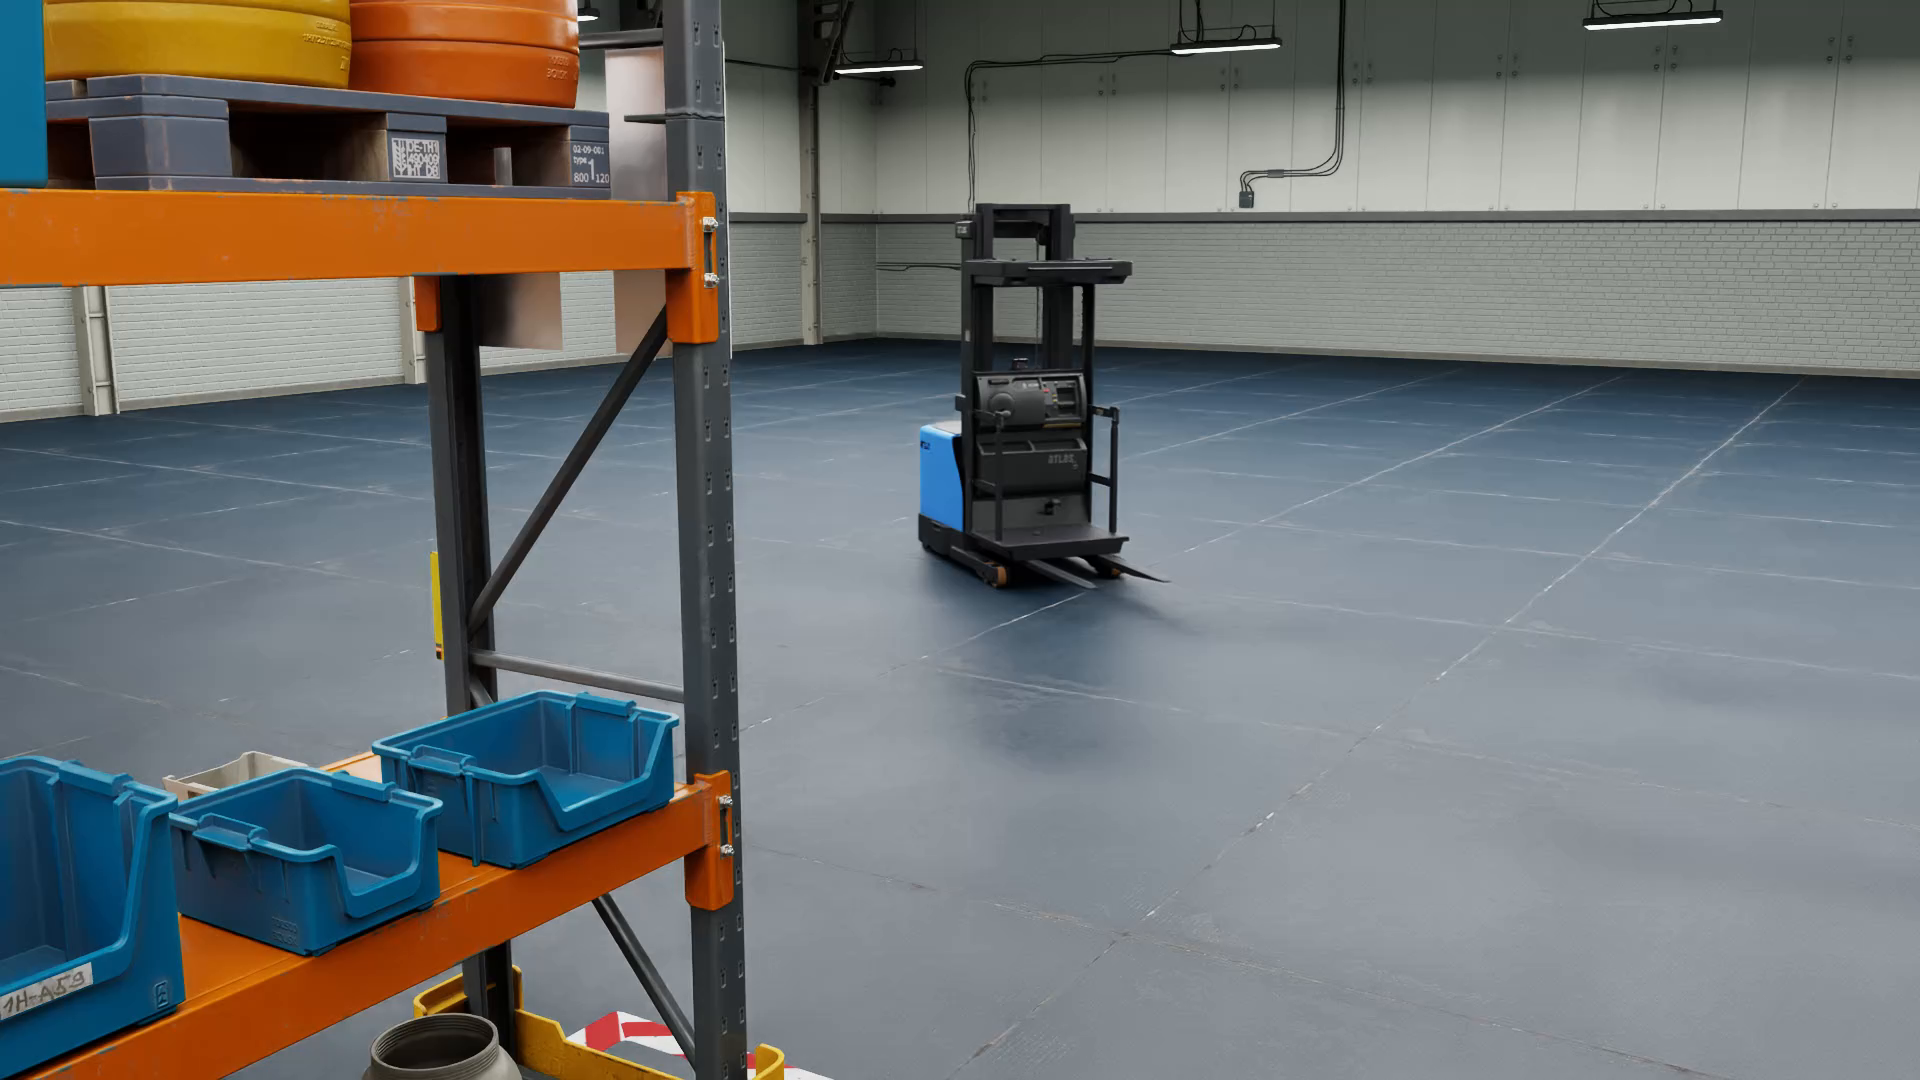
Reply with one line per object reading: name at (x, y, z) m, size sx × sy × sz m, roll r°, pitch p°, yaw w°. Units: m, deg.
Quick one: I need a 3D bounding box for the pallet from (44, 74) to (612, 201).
pallet at (-1.562, -0.872, 3.739) m, size 1.003 × 0.211 × 1.213 m, roll 6°, pitch 12°, yaw 31°

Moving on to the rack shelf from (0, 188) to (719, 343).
rack shelf at (-2.087, -0.418, 2.753) m, size 1.077 × 0.370 × 4.000 m, roll 6°, pitch 12°, yaw 31°

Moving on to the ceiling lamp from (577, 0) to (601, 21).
ceiling lamp at (-6.229, -9.524, 25.422) m, size 2.000 × 3.185 × 0.800 m, roll 6°, pitch 12°, yaw 31°

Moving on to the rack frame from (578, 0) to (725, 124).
rack frame at (-1.048, -2.560, 4.091) m, size 1.000 × 3.000 × 0.127 m, roll 6°, pitch 12°, yaw 31°

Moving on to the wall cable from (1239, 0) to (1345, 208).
wall cable at (7.213, -10.248, 35.912) m, size 2.305 × 6.003 × 0.169 m, roll 6°, pitch 12°, yaw 31°

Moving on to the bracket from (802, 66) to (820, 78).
bracket at (-3.464, -10.819, 38.421) m, size 0.235 × 0.232 × 0.430 m, roll 6°, pitch 12°, yaw 31°

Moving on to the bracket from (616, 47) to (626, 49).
bracket at (-7.917, -9.470, 31.217) m, size 0.076 × 0.066 × 4.783 m, roll 6°, pitch 12°, yaw 31°

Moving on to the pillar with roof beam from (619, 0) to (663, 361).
pillar with roof beam at (-2.988, -7.794, 32.045) m, size 9.100 × 9.000 × 0.548 m, roll 6°, pitch 12°, yaw 31°

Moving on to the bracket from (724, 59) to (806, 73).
bracket at (-4.802, -10.414, 36.257) m, size 0.076 × 0.066 × 4.783 m, roll 6°, pitch 12°, yaw 31°

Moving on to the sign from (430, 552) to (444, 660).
sign at (-1.516, 0.199, 4.902) m, size 0.100 × 0.325 × 0.005 m, roll 6°, pitch 12°, yaw 31°

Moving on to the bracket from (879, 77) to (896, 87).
bracket at (-1.803, -11.322, 41.110) m, size 0.235 × 0.232 × 0.430 m, roll 6°, pitch 12°, yaw 31°

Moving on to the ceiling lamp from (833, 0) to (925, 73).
ceiling lamp at (-1.499, -10.956, 33.075) m, size 2.000 × 3.185 × 0.800 m, roll 6°, pitch 12°, yaw 31°

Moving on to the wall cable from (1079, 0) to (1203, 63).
wall cable at (4.065, -12.123, 37.525) m, size 3.097 × 2.526 × 0.112 m, roll 6°, pitch 12°, yaw 31°

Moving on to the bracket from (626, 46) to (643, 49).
bracket at (-6.579, -9.875, 33.381) m, size 0.235 × 0.232 × 0.430 m, roll 6°, pitch 12°, yaw 31°

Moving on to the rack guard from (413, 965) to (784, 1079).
rack guard at (-1.048, 1.633, 4.785) m, size 1.175 × 0.500 × 0.348 m, roll 6°, pitch 12°, yaw 31°

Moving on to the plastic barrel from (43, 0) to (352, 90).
plastic barrel at (-1.532, -1.194, 3.288) m, size 0.600 × 0.588 × 0.600 m, roll 0°, pitch 11°, yaw 0°

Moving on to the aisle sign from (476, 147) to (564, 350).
aisle sign at (-1.261, -0.929, 4.613) m, size 0.394 × 0.787 × 0.004 m, roll 6°, pitch 12°, yaw 31°

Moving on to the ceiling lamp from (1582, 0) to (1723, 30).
ceiling lamp at (10.851, -9.576, 25.701) m, size 2.000 × 3.185 × 0.800 m, roll 6°, pitch 12°, yaw 31°

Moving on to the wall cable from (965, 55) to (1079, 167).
wall cable at (1.420, -10.183, 39.523) m, size 3.097 × 2.526 × 0.112 m, roll 6°, pitch 12°, yaw 31°

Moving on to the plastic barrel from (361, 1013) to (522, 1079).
plastic barrel at (-1.325, 1.516, 4.241) m, size 0.421 × 0.512 × 0.421 m, roll 0°, pitch 11°, yaw 0°

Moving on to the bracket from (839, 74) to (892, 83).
bracket at (-2.109, -11.229, 40.613) m, size 0.076 × 0.066 × 3.189 m, roll 6°, pitch 12°, yaw 31°

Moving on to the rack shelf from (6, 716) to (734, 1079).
rack shelf at (-2.087, 1.057, 3.029) m, size 1.077 × 0.370 × 4.000 m, roll 6°, pitch 12°, yaw 31°

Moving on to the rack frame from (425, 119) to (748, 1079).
rack frame at (-1.048, 0.388, 4.643) m, size 1.000 × 3.000 × 0.127 m, roll 6°, pitch 12°, yaw 31°

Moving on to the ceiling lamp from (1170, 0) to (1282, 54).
ceiling lamp at (4.817, -10.250, 29.304) m, size 2.000 × 3.185 × 0.800 m, roll 6°, pitch 12°, yaw 31°

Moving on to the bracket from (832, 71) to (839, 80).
bracket at (-3.033, -10.949, 39.119) m, size 0.235 × 0.232 × 0.430 m, roll 6°, pitch 12°, yaw 31°

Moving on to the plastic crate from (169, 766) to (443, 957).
plastic crate at (-1.395, 0.670, 3.541) m, size 0.499 × 0.251 × 0.408 m, roll 6°, pitch 12°, yaw 31°

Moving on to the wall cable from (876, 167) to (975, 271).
wall cable at (-0.892, -7.959, 41.368) m, size 3.097 × 2.526 × 0.112 m, roll 6°, pitch 12°, yaw 31°

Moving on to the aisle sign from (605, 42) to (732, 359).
aisle sign at (-0.757, -0.872, 4.312) m, size 0.394 × 0.787 × 0.004 m, roll 6°, pitch 12°, yaw 31°

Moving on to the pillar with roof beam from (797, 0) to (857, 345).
pillar with roof beam at (0.127, -8.737, 37.085) m, size 9.100 × 9.000 × 0.548 m, roll 6°, pitch 12°, yaw 31°

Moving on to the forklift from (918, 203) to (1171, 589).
forklift at (0.658, -1.161, 13.106) m, size 1.130 × 2.935 × 3.031 m, roll -4°, pitch 11°, yaw -22°

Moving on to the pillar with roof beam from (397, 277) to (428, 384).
pillar with roof beam at (-6.103, -6.850, 27.005) m, size 9.100 × 9.000 × 0.548 m, roll 6°, pitch 12°, yaw 31°

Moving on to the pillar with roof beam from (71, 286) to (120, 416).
pillar with roof beam at (-9.218, -5.907, 21.964) m, size 9.100 × 9.000 × 0.400 m, roll 6°, pitch 12°, yaw 31°

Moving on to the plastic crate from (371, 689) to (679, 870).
plastic crate at (-1.053, 0.569, 4.083) m, size 0.499 × 0.251 × 0.616 m, roll 6°, pitch 12°, yaw 31°

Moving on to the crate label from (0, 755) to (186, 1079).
crate label at (-1.773, 0.686, 2.955) m, size 0.502 × 0.435 × 0.616 m, roll 6°, pitch 12°, yaw 31°

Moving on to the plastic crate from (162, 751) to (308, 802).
plastic crate at (-1.788, 0.628, 4.079) m, size 0.298 × 0.136 × 0.250 m, roll 6°, pitch 12°, yaw 31°

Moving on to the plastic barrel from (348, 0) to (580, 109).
plastic barrel at (-1.192, -1.415, 3.815) m, size 0.600 × 0.830 × 0.708 m, roll 6°, pitch 12°, yaw 31°

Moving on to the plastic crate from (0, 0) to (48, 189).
plastic crate at (-1.781, -0.749, 2.612) m, size 0.392 × 0.384 × 0.575 m, roll 6°, pitch 12°, yaw 31°
